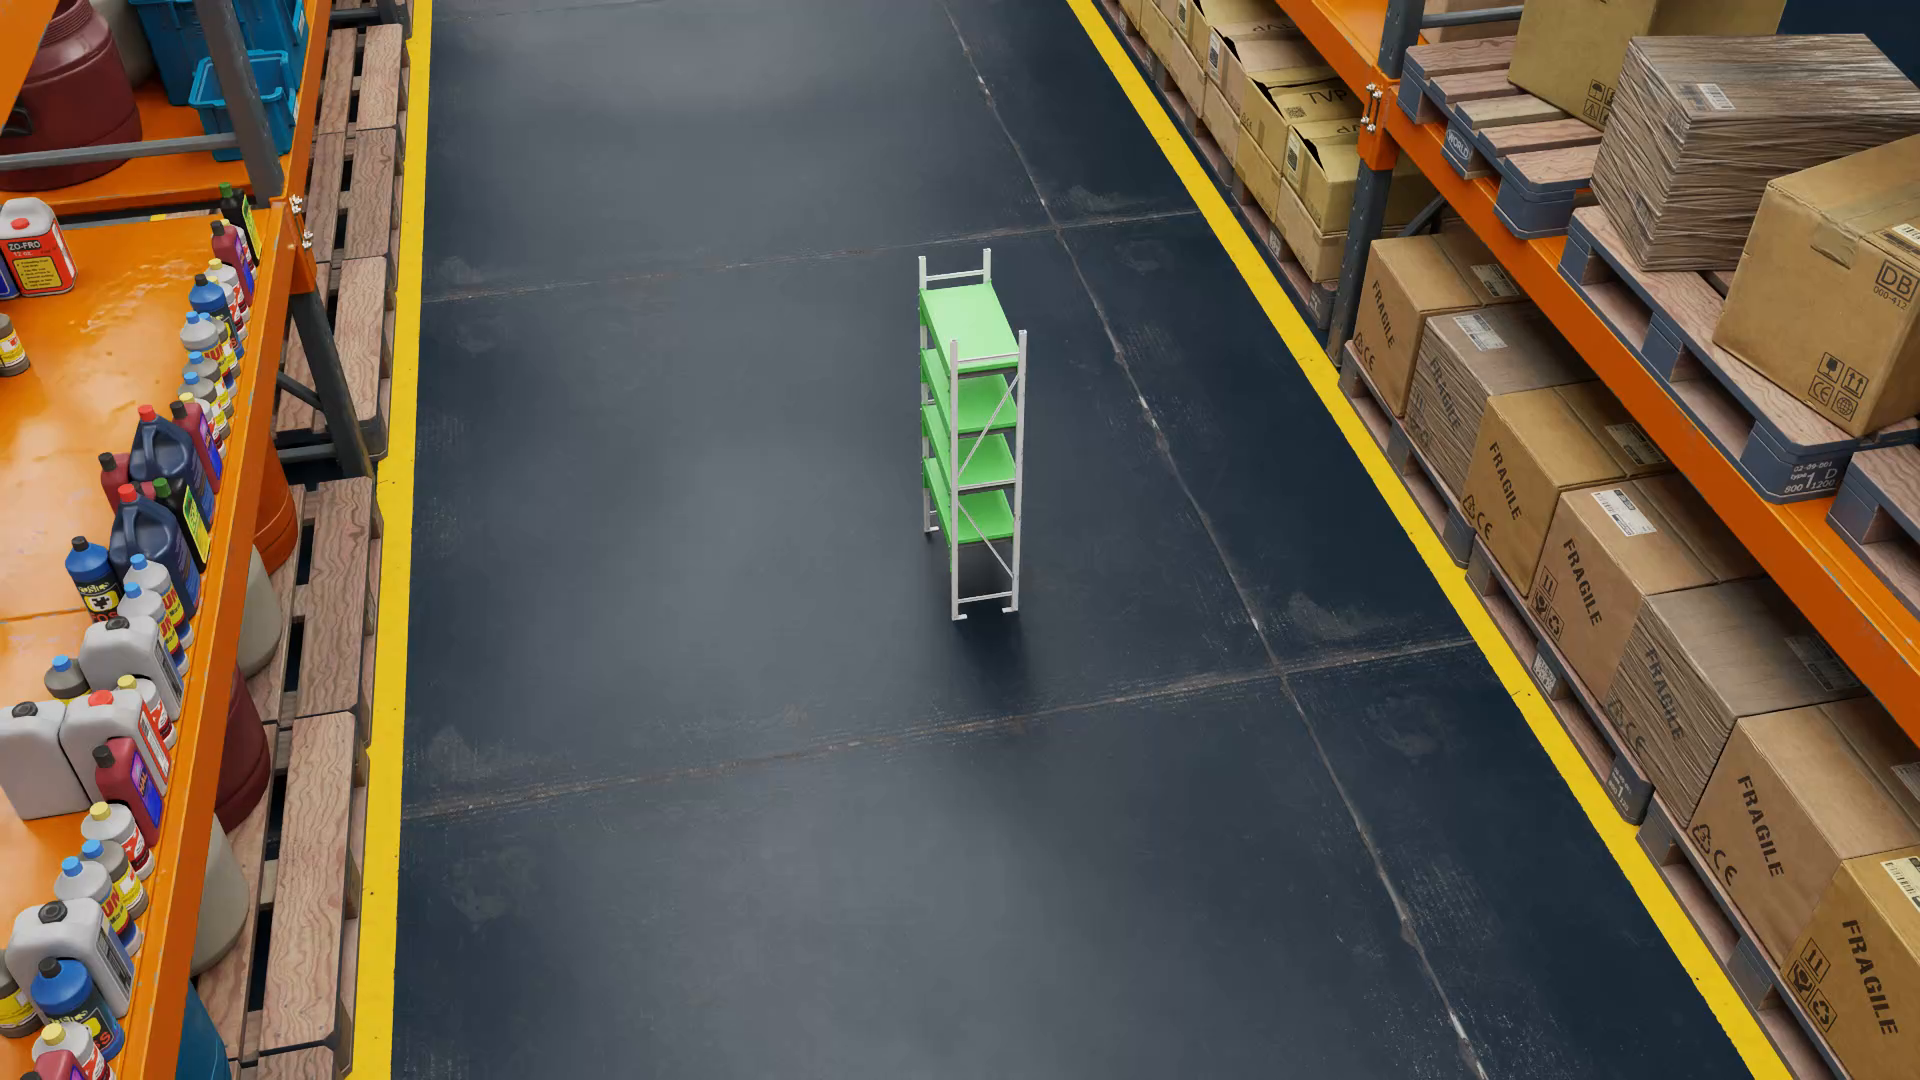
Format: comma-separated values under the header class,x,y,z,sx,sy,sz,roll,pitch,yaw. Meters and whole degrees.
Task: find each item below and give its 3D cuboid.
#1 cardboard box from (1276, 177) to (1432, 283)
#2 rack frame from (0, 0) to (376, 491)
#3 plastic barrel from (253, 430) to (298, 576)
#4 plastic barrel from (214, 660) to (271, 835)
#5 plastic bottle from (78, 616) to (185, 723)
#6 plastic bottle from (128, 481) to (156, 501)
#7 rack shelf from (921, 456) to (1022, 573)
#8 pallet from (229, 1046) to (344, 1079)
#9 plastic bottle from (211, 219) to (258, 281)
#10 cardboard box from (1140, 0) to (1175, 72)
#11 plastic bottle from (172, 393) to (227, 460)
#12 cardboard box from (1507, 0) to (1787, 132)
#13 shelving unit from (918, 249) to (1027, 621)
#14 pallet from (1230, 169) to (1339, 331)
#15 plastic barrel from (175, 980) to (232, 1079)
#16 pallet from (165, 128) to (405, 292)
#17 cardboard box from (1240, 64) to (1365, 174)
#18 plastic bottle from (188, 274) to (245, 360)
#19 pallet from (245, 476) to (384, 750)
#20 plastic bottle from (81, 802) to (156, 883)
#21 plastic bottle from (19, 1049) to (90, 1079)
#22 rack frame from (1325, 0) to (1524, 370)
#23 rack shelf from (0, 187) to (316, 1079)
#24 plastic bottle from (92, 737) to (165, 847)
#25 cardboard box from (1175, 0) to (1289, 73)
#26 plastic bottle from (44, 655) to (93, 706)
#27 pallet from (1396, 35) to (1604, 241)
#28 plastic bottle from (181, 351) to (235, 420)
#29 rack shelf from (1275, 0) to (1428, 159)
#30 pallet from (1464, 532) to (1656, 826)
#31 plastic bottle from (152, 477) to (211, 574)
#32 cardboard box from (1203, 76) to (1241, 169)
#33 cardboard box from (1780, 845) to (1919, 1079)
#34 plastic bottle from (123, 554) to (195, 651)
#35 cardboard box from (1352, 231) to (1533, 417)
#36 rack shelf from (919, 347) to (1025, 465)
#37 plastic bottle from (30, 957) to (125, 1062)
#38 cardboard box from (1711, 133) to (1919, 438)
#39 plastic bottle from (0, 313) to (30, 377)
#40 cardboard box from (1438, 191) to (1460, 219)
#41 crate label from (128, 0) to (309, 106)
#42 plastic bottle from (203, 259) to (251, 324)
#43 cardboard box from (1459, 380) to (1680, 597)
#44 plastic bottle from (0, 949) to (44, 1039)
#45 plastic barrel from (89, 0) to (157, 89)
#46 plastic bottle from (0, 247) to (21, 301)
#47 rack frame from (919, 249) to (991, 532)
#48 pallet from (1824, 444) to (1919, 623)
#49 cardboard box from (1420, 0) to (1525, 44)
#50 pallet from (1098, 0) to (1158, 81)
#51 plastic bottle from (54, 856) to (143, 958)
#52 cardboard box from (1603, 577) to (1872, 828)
class,x,y,z,sx,sy,sz,roll,pitch,yaw
cardboard box,1.721,-1.392,7.314,0.500,0.250,0.500,-7,42,-8
rack frame,-2.764,-1.250,5.399,1.000,3.000,0.127,-8,42,-9
plastic barrel,-2.642,-0.281,5.625,0.600,0.830,0.708,-8,42,-9
plastic barrel,-2.398,0.541,4.881,0.600,0.588,0.708,-8,42,-9
plastic bottle,-1.879,0.284,3.764,0.152,0.276,0.135,-8,42,-9
plastic bottle,-2.005,-0.050,4.134,0.061,0.283,0.133,-8,42,-9
rack shelf,0.036,-0.114,5.933,0.258,0.148,0.480,-8,42,-9
pallet,-2.027,1.879,3.974,1.003,0.211,1.213,-8,42,-9
plastic bottle,-2.253,-0.897,5.151,0.097,0.201,0.097,0,42,0
cardboard box,1.278,-2.715,8.804,0.500,0.250,0.500,-10,42,-11
plastic bottle,-2.057,-0.306,4.485,0.097,0.201,0.097,0,42,0
cardboard box,2.319,-1.760,5.581,0.700,0.500,0.500,-22,46,-23
shelving unit,0.036,-0.341,5.731,0.258,1.200,0.503,-8,42,-9
pallet,1.933,-1.454,7.729,1.003,0.211,1.213,-8,42,-9
plastic barrel,-2.155,1.156,3.952,0.600,0.901,0.708,-8,42,-9
pallet,-3.154,-1.504,7.786,1.003,0.211,1.213,-8,42,-9
cardboard box,1.601,-1.936,7.504,0.500,0.311,0.500,-9,42,-10
plastic bottle,-2.162,-0.648,4.817,0.097,0.271,0.097,0,42,0
pallet,-2.554,0.298,5.756,1.003,0.211,1.213,-8,42,-9
plastic bottle,-1.748,0.620,3.442,0.097,0.201,0.097,0,42,0
plastic bottle,-1.592,1.001,2.951,0.061,0.283,0.133,-8,42,-9
rack frame,2.073,-1.958,6.196,1.000,3.000,0.127,-8,42,-9
rack shelf,-2.333,0.315,4.177,1.077,0.370,4.000,-8,42,-9
plastic bottle,-1.755,0.512,3.502,0.061,0.283,0.133,-8,42,-9
cardboard box,1.389,-2.589,8.239,0.500,0.311,0.500,-7,42,-8
plastic bottle,-1.997,0.342,3.755,0.097,0.201,0.097,0,42,0
pallet,2.288,-1.456,5.776,1.213,0.211,1.003,-8,42,-9
plastic bottle,-2.099,-0.432,4.627,0.097,0.201,0.097,0,42,0
rack shelf,1.641,-2.985,7.895,1.077,0.370,4.000,-8,42,-9
pallet,2.457,0.364,5.681,1.003,0.211,1.213,-8,42,-9
plastic bottle,-1.945,-0.058,4.144,0.061,0.283,0.133,-8,42,-9
cardboard box,1.501,-2.052,8.058,0.500,0.250,0.500,-7,42,-8
cardboard box,2.550,1.127,4.273,0.500,0.500,0.500,-9,42,-10
plastic bottle,-1.898,0.143,3.926,0.097,0.271,0.097,0,42,0
cardboard box,1.892,-0.851,6.501,0.500,0.500,0.500,-7,42,-7
rack shelf,0.036,-0.473,5.614,0.258,0.148,0.480,-8,42,-9
plastic bottle,-1.656,0.870,3.107,0.097,0.271,0.097,0,42,0
cardboard box,2.495,-0.696,4.382,0.700,0.500,0.500,-19,45,-20
plastic bottle,-2.769,-0.579,4.793,0.097,0.201,0.097,0,42,0
cardboard box,2.247,-1.678,7.213,0.500,0.311,0.500,-7,42,-8
crate label,-2.715,-1.946,6.156,0.502,0.435,0.616,-8,42,-9
plastic bottle,-2.204,-0.748,4.983,0.097,0.201,0.097,0,42,0
cardboard box,2.114,-0.187,5.753,0.500,0.500,0.500,-9,42,-10
plastic bottle,-1.826,0.855,3.177,0.097,0.201,0.097,0,42,0
plastic barrel,-3.195,-1.928,6.078,0.421,0.512,0.421,0,42,0
plastic bottle,-2.987,-0.877,5.072,0.152,0.276,0.135,-8,42,-9
rack frame,-0.017,-0.500,5.909,0.240,1.200,0.015,-8,42,-9
pallet,2.871,0.173,3.940,1.003,0.211,1.213,-8,42,-9
cardboard box,2.037,-2.166,6.498,0.500,0.311,0.500,-6,42,-7
pallet,1.407,-3.036,9.511,1.003,0.211,1.213,-8,42,-9
plastic bottle,-1.706,0.720,3.276,0.097,0.271,0.097,0,42,0
cardboard box,2.344,0.480,5.001,0.500,0.500,0.500,-8,42,-9
